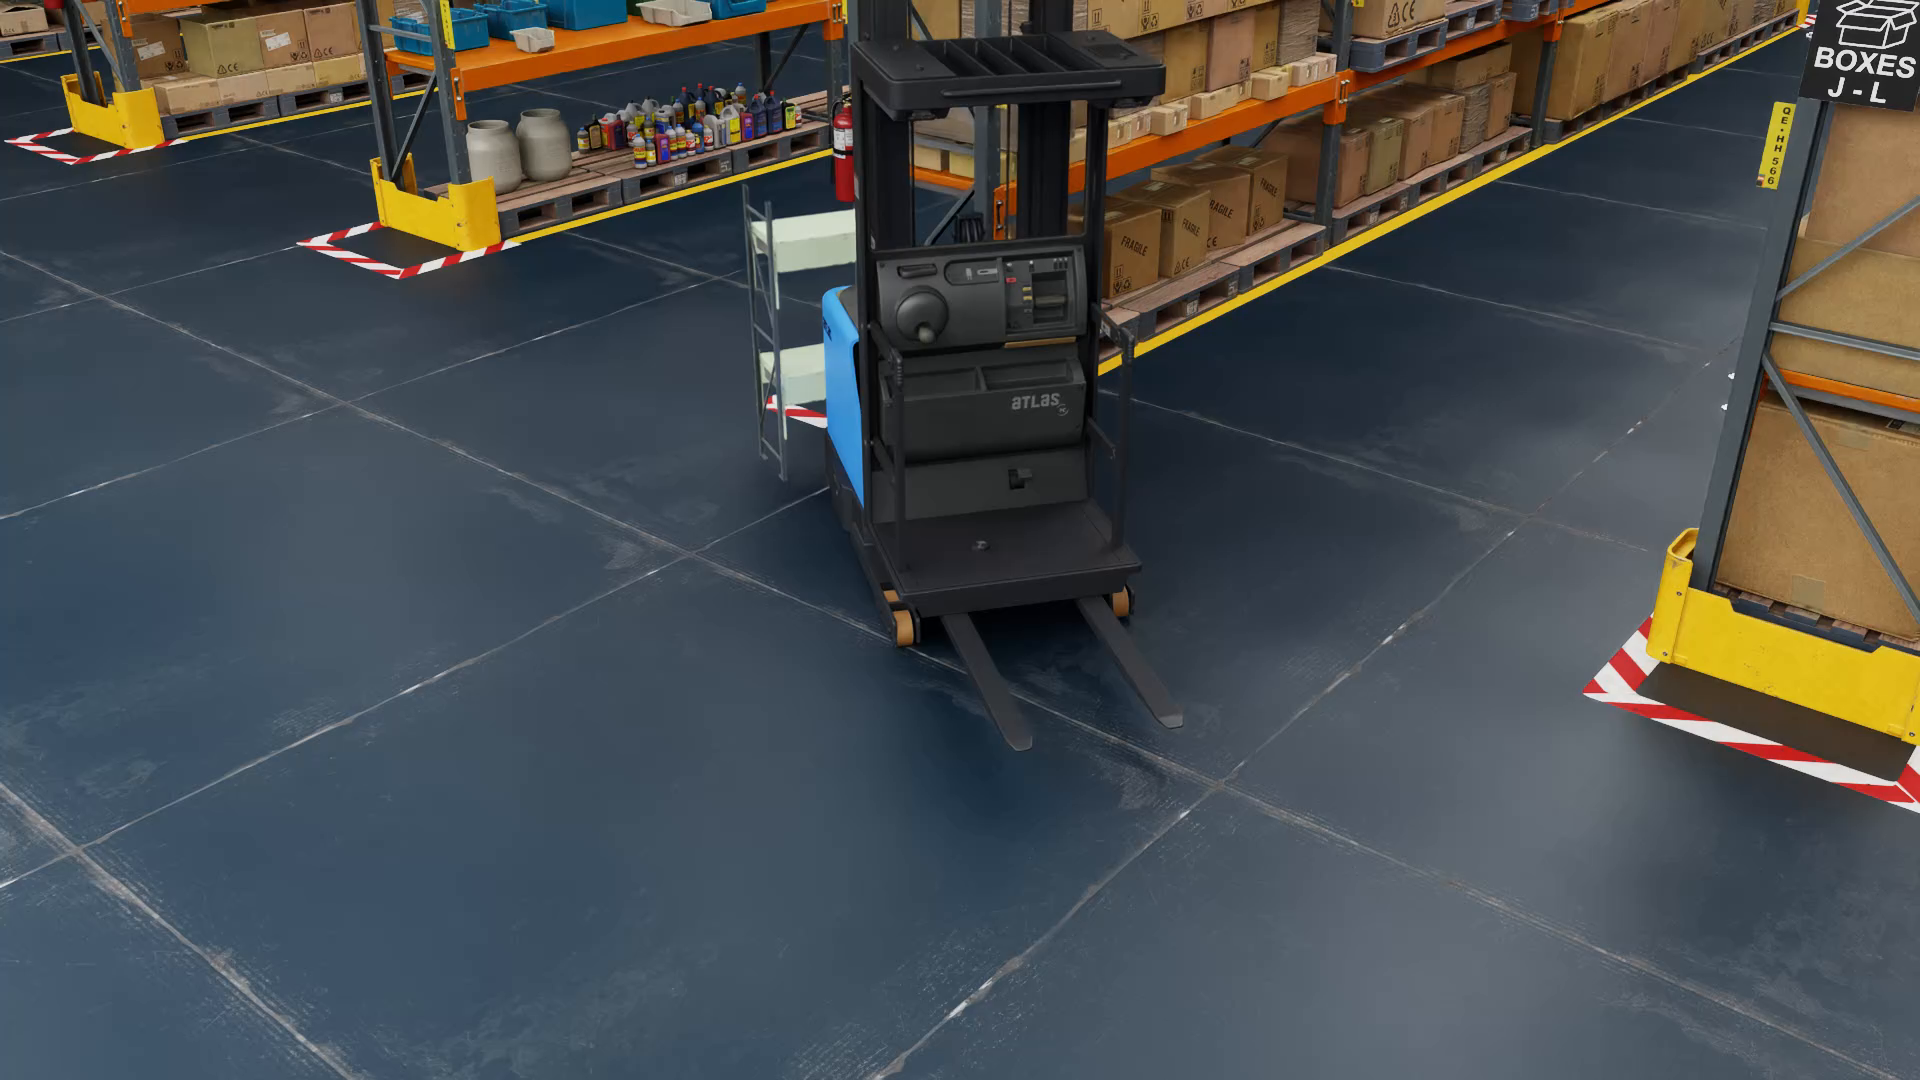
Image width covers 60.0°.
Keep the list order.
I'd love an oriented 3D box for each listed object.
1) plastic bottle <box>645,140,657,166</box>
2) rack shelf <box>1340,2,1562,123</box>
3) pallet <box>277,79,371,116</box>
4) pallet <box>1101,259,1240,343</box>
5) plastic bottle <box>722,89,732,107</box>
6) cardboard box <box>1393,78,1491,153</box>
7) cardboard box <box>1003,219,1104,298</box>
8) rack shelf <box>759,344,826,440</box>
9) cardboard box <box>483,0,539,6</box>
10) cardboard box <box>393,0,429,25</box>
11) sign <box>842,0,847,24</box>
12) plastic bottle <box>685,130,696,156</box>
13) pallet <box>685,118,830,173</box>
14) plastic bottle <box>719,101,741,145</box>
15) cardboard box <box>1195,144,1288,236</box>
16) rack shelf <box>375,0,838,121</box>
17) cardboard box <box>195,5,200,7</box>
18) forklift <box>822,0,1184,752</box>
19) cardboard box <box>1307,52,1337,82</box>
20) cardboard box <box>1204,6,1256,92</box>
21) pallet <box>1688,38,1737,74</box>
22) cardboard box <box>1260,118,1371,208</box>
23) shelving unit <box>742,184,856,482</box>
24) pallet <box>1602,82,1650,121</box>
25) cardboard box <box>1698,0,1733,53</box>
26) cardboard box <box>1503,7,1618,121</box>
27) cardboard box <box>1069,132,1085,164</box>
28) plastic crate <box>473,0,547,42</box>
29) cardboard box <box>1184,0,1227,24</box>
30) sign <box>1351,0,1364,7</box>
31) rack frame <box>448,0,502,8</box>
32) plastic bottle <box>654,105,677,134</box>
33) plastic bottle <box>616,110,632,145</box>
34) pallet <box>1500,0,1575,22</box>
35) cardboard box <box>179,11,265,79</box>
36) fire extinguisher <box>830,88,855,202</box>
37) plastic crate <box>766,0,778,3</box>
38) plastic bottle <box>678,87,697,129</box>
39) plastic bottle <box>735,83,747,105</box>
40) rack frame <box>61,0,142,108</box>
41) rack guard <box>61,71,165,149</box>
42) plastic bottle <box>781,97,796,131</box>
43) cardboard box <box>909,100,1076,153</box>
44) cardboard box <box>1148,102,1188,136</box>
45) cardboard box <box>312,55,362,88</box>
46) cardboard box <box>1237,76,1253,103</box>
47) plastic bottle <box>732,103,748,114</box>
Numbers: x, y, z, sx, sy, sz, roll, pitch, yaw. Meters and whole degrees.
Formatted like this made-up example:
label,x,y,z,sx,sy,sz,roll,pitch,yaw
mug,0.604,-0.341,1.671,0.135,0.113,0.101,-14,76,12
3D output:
label,x,y,z,sx,sy,sz,roll,pitch,yaw
plastic bottle,-2.566,-3.205,13.747,0.097,0.201,0.097,0,27,0
rack shelf,3.613,-4.024,13.547,1.077,0.370,4.000,21,34,34
pallet,-6.615,-4.588,16.889,1.003,0.211,1.213,21,34,34
pallet,1.165,-1.713,11.331,1.003,0.211,1.213,21,34,34
plastic bottle,-2.124,-3.932,15.064,0.061,0.283,0.133,21,34,34
cardboard box,4.131,-3.694,14.368,0.700,0.500,0.500,18,32,30
cardboard box,0.560,-1.731,10.595,0.500,0.500,0.500,-18,32,-31
rack shelf,-0.679,-0.841,8.943,0.720,0.370,0.431,-12,29,-22
cardboard box,-4.846,-5.819,18.159,0.500,0.311,0.500,21,34,35
cardboard box,-5.755,-5.427,17.196,0.500,0.500,0.500,21,34,34
sign,-0.619,-3.040,9.258,0.100,0.325,0.005,21,34,34
plastic bottle,-2.287,-3.360,14.047,0.097,0.201,0.097,0,27,0
pallet,-1.941,-3.617,15.013,1.003,0.211,1.213,21,34,34
plastic bottle,-1.996,-3.606,14.359,0.144,0.351,0.185,21,34,34
cardboard box,2.055,-2.581,12.237,0.500,0.500,0.500,20,33,33
rack shelf,-2.754,-4.053,13.604,1.077,0.370,4.000,21,34,34
cardboard box,-9.443,-6.716,20.572,0.380,0.166,0.250,16,31,28
forklift,0.156,-1.025,7.041,1.130,2.935,3.031,-7,28,-13
cardboard box,2.431,-3.361,11.755,0.380,0.149,0.250,21,34,34
cardboard box,1.421,-3.296,10.924,0.875,0.500,0.500,21,34,34
pallet,7.973,-5.479,18.611,1.003,0.211,1.213,21,34,34
cardboard box,2.748,-2.931,12.893,0.700,0.500,0.500,18,32,31
shelving unit,-0.681,-1.133,8.798,0.755,1.500,0.431,-12,29,-22
pallet,6.221,-4.502,16.723,1.003,0.211,1.213,21,34,34
cardboard box,7.911,-5.924,18.293,0.875,0.875,0.875,21,34,34
cardboard box,5.340,-4.534,15.605,1.225,0.875,0.875,19,33,32
cardboard box,0.506,-2.303,9.711,0.380,0.149,0.250,21,34,34
plastic crate,-3.521,-4.091,13.056,0.499,0.251,0.408,21,34,34
cardboard box,1.310,-3.484,10.200,0.500,0.500,0.500,21,34,34
sign,2.764,-3.863,11.511,0.100,0.325,0.005,21,34,34
rack frame,-5.301,-6.531,17.610,1.000,3.000,0.127,21,34,34
plastic bottle,-2.575,-3.651,14.528,0.152,0.276,0.135,21,34,34
plastic bottle,-2.926,-3.559,14.351,0.152,0.276,0.135,20,33,33
pallet,4.514,-4.684,14.248,1.213,0.211,1.003,21,34,34
cardboard box,-7.016,-4.714,15.817,0.500,0.500,0.500,21,34,34
fire extinguisher,-0.632,-2.276,9.469,0.296,0.674,0.183,21,34,34
plastic crate,-1.913,-4.906,14.536,0.767,0.338,0.504,21,34,34
plastic bottle,-2.435,-3.869,14.868,0.144,0.351,0.185,19,33,32
plastic bottle,-2.022,-4.081,15.364,0.097,0.271,0.097,0,27,0
rack frame,-7.845,-5.113,14.868,1.000,3.000,0.127,21,34,34
rack guard,-7.861,-3.994,15.426,1.175,0.500,0.348,21,34,34
plastic bottle,-1.533,-3.804,14.816,0.061,0.283,0.133,23,35,37
cardboard box,0.167,-2.580,9.540,0.875,0.500,0.500,21,34,34
cardboard box,1.190,-2.639,10.361,0.380,0.149,0.250,21,34,34
cardboard box,-6.377,-4.734,16.673,0.500,0.250,0.500,21,34,34
cardboard box,1.725,-3.032,11.121,0.380,0.149,0.250,21,34,34
plastic bottle,-1.921,-3.721,14.664,0.152,0.276,0.135,21,34,34
